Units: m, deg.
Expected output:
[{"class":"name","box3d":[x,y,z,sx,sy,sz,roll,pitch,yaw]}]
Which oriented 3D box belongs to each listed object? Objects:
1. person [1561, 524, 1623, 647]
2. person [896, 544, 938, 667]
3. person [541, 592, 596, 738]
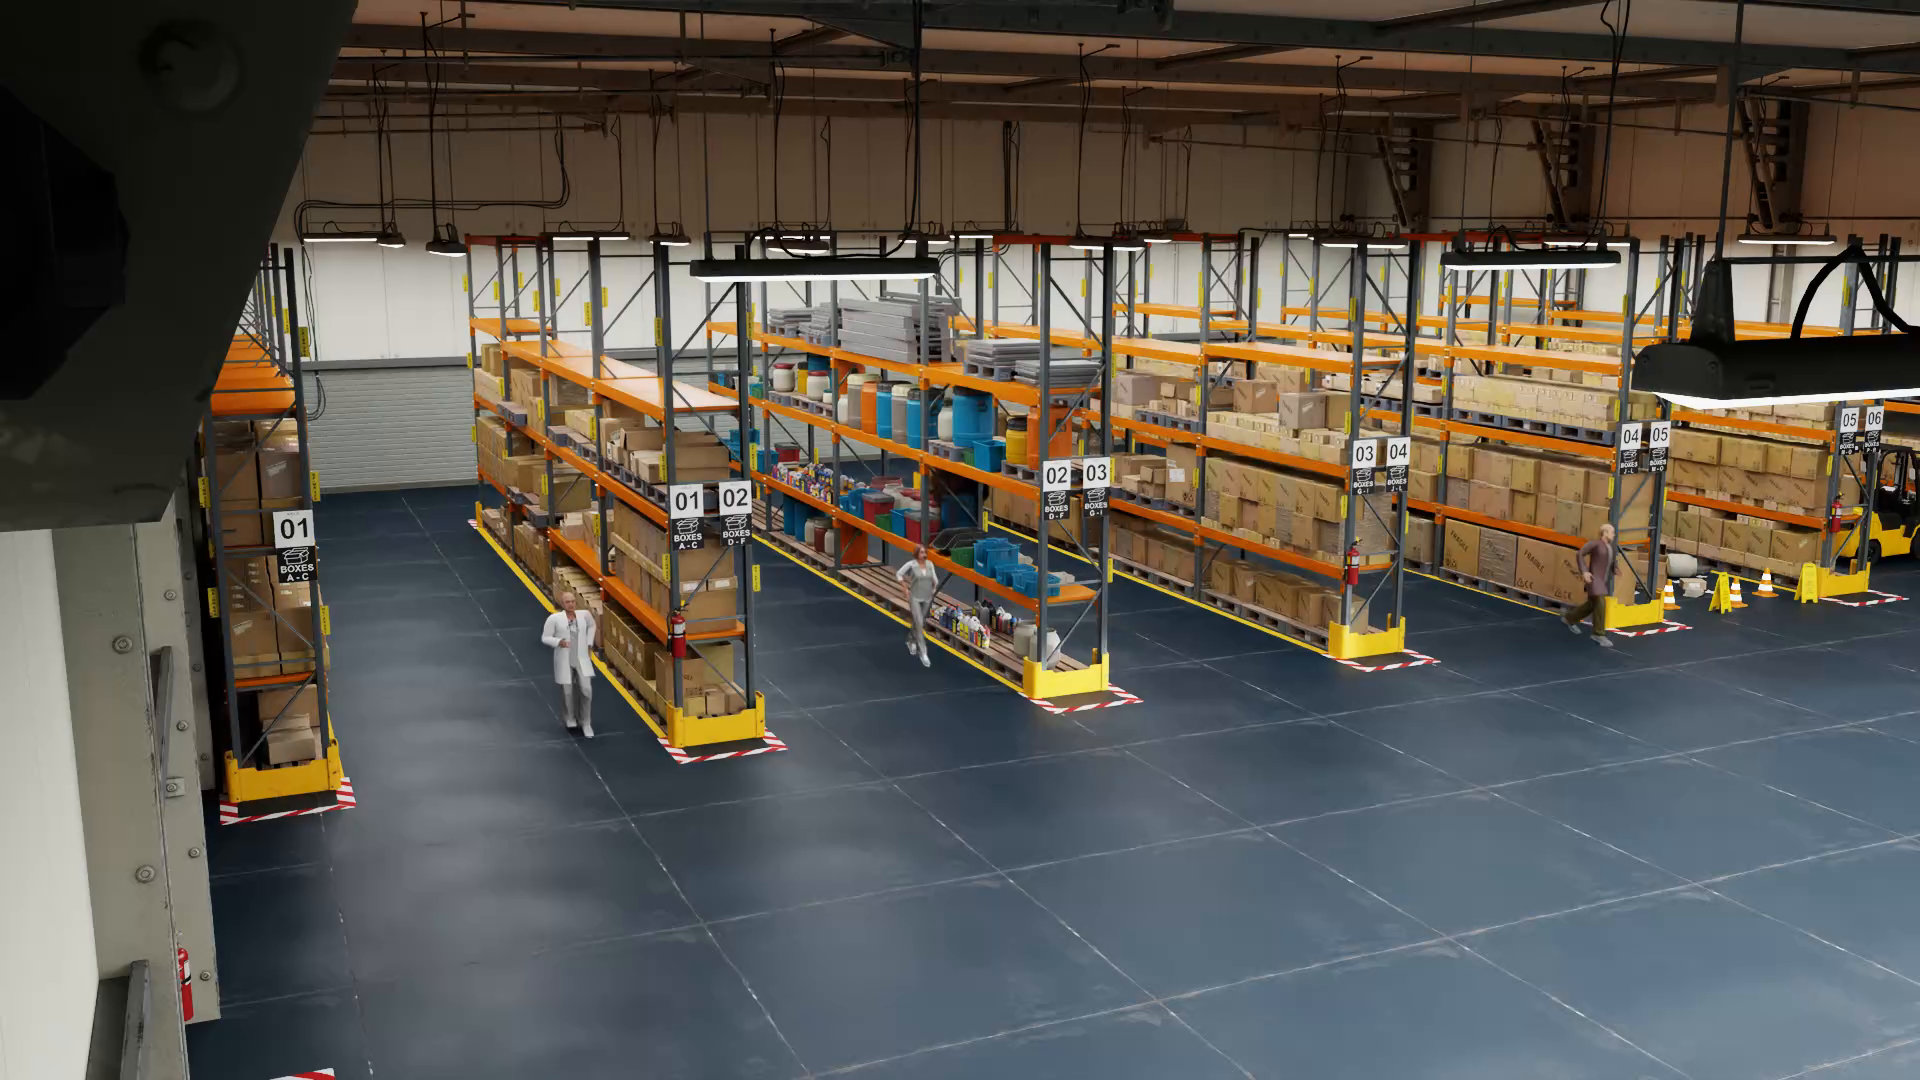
[{"class":"person","box3d":[9.632,0.637,25.220,0.734,1.770,0.966,-10,15,-41]},{"class":"person","box3d":[-0.554,0.857,22.919,0.532,1.642,0.754,-6,13,-30]},{"class":"person","box3d":[-4.806,1.558,20.582,0.708,1.838,0.771,-4,12,-21]}]
